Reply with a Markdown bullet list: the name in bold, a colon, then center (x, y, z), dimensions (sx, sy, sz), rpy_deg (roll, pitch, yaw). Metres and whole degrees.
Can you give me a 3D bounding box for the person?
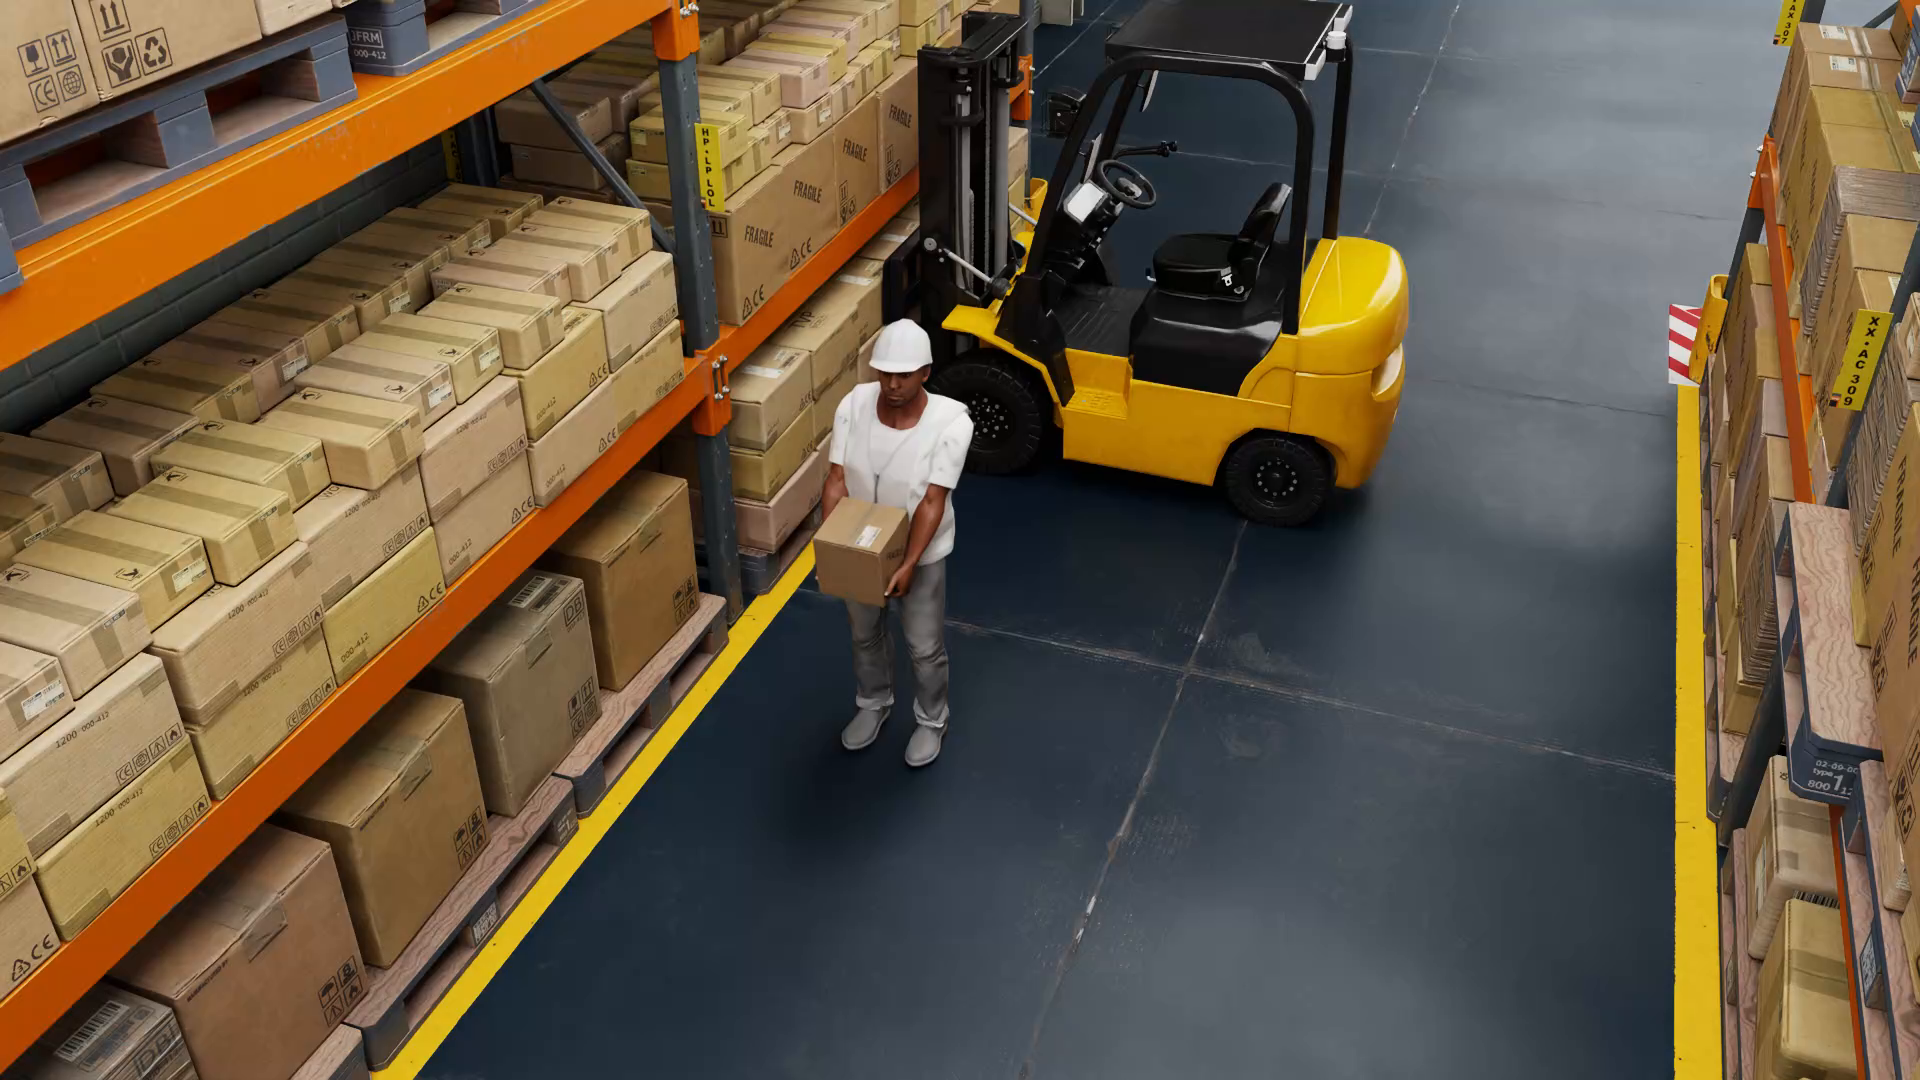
- **person**: center (-0.225, 0.036, 6.068), dimensions (0.618, 1.760, 0.460), rpy_deg (11, 35, 16)
